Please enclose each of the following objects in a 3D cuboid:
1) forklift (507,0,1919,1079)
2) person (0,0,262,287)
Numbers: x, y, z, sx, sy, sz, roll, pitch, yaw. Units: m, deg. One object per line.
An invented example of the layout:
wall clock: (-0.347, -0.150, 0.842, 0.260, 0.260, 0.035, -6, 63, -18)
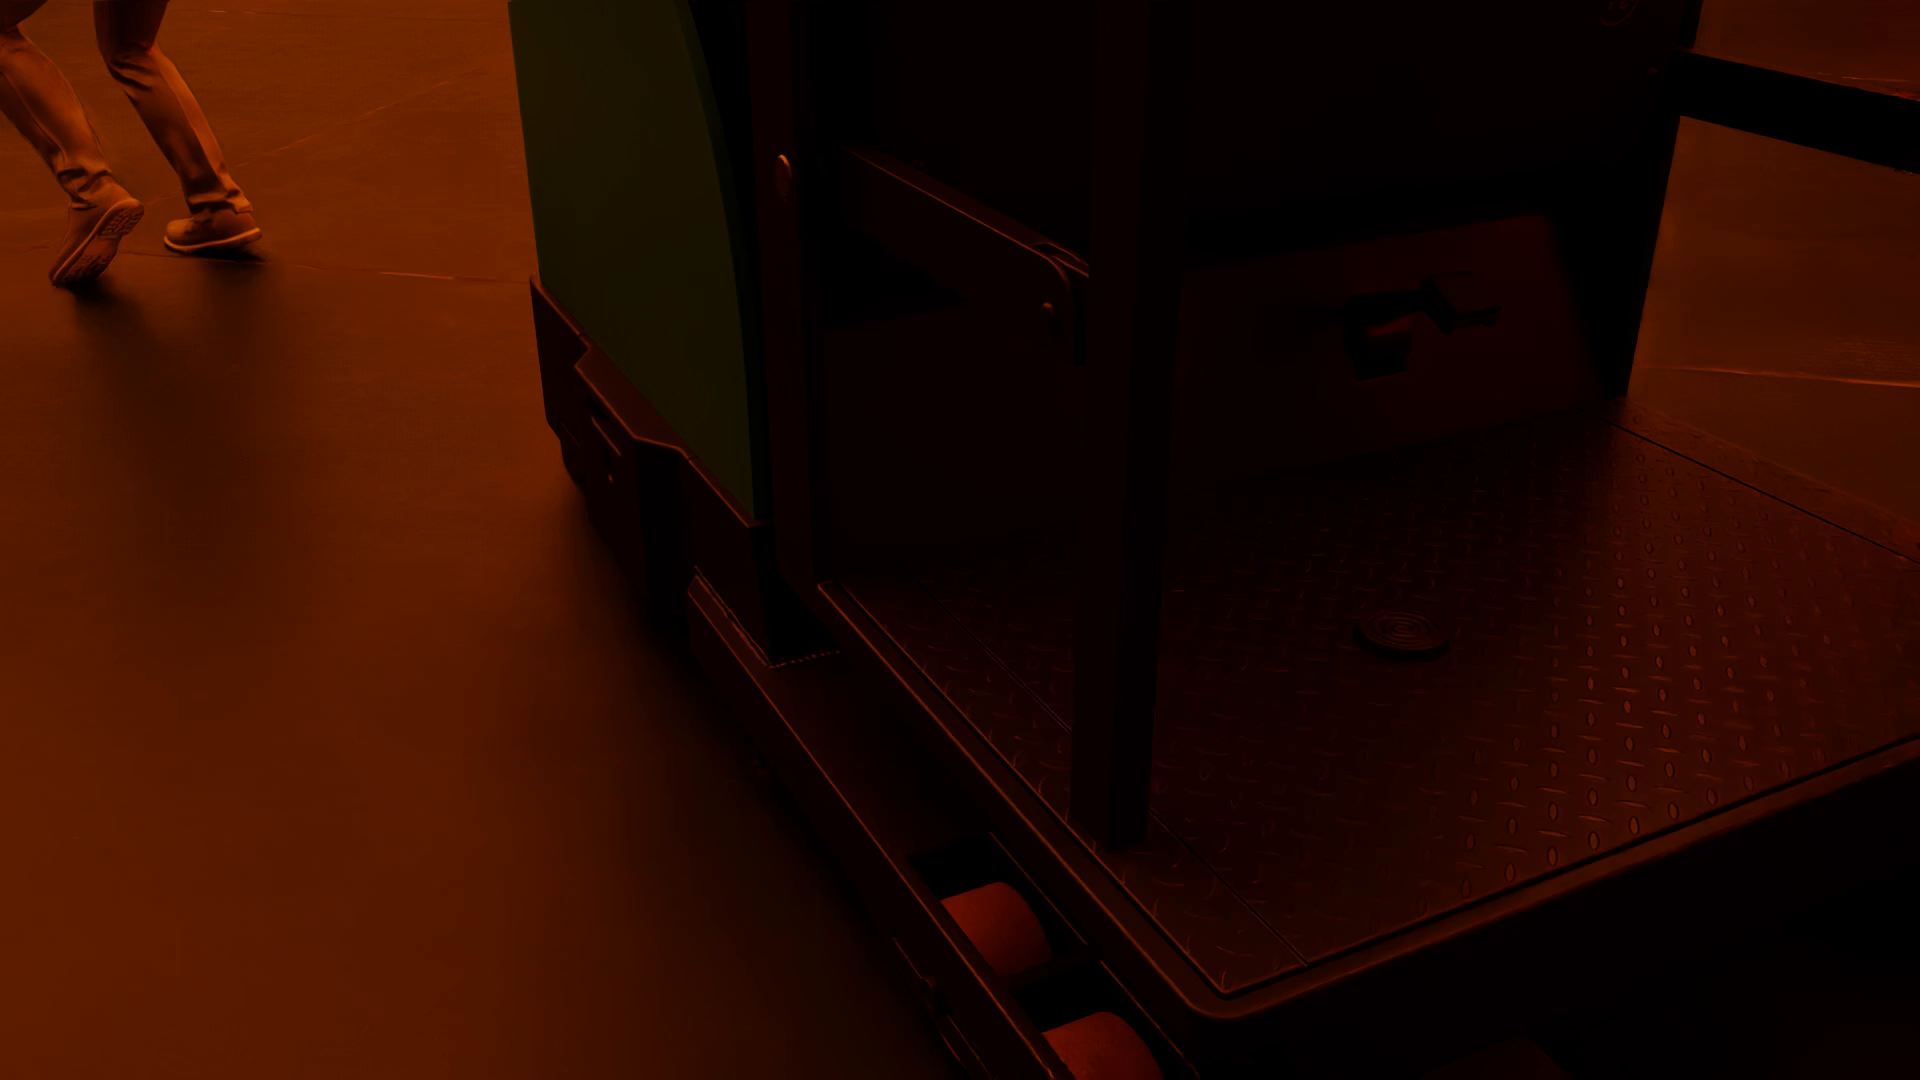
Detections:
forklift: (0.432, -0.974, 1.177, 1.130, 2.935, 3.031, -13, 29, -24)
person: (-1.773, -1.320, 3.380, 0.671, 1.613, 0.654, 5, 27, 10)
